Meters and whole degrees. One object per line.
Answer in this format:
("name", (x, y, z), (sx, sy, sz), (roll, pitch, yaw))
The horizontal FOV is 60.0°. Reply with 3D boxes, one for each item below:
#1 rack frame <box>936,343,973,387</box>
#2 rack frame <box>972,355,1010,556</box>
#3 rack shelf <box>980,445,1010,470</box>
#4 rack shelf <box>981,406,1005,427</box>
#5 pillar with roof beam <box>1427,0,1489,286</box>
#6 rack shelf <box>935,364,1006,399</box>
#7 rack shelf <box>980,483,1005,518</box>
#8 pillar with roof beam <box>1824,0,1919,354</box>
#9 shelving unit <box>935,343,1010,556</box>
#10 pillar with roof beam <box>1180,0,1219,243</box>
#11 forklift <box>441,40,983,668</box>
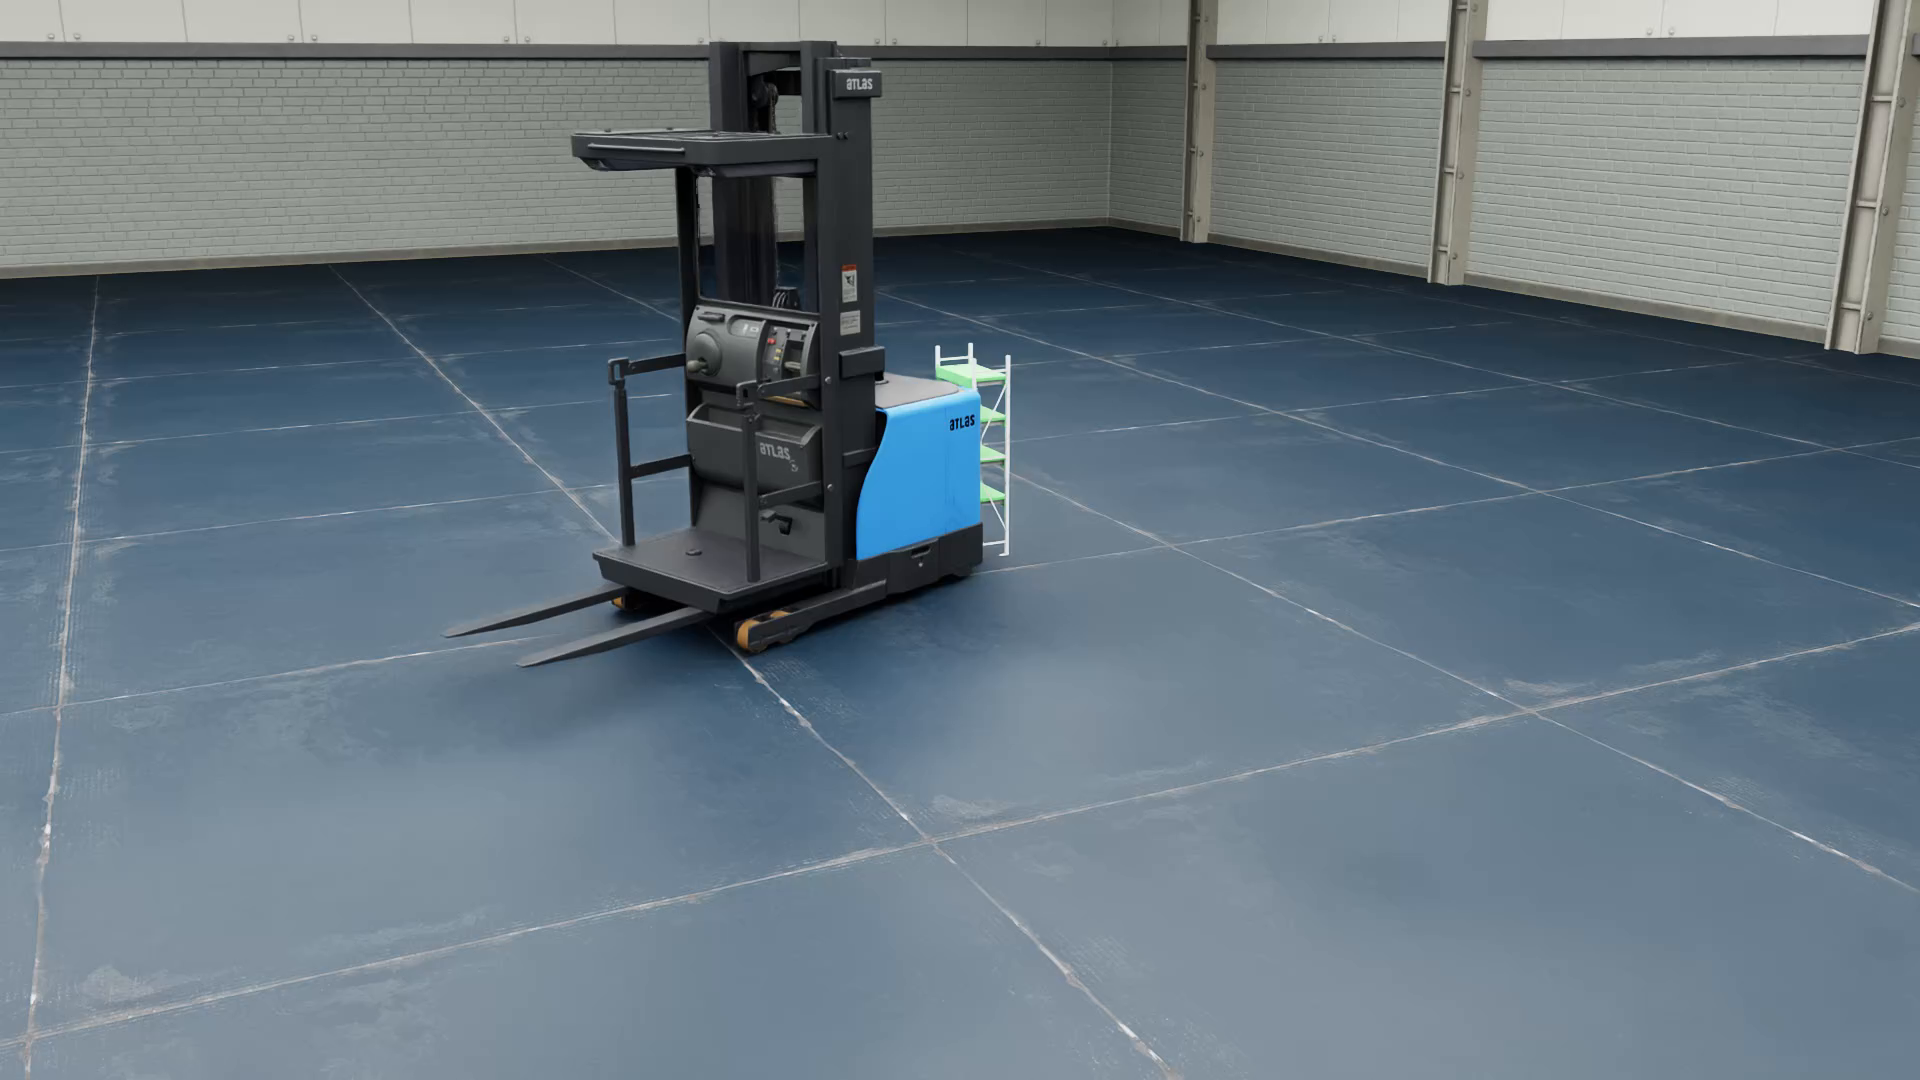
("rack frame", (-0.034, -0.596, 10.153), (0.240, 1.200, 0.015), (-8, 18, -25))
("rack frame", (0.179, -0.475, 9.731), (0.240, 1.200, 0.015), (-8, 18, -25))
("rack shelf", (0.073, -0.474, 9.960), (0.258, 0.148, 0.480), (-8, 18, -25))
("rack shelf", (0.073, -0.705, 9.894), (0.258, 0.148, 0.480), (-8, 18, -25))
("pillar with roof beam", (2.618, -7.233, 19.141), (9.100, 9.000, 0.400), (-8, 18, -25))
("rack shelf", (0.072, -0.936, 9.827), (0.258, 0.148, 0.480), (-8, 18, -25))
("rack shelf", (0.073, -0.244, 10.026), (0.258, 0.148, 0.480), (-8, 18, -25))
("pillar with roof beam", (5.247, -5.745, 13.957), (9.100, 9.000, 0.400), (-8, 18, -25))
("shelving unit", (0.073, -0.536, 9.942), (0.258, 1.200, 0.503), (-8, 18, -25))
("pillar with roof beam", (-0.010, -8.721, 24.326), (9.100, 9.000, 0.400), (-8, 18, -25))
("forklift", (-1.217, -1.001, 8.427), (1.130, 2.935, 3.031), (14, 21, 39))
